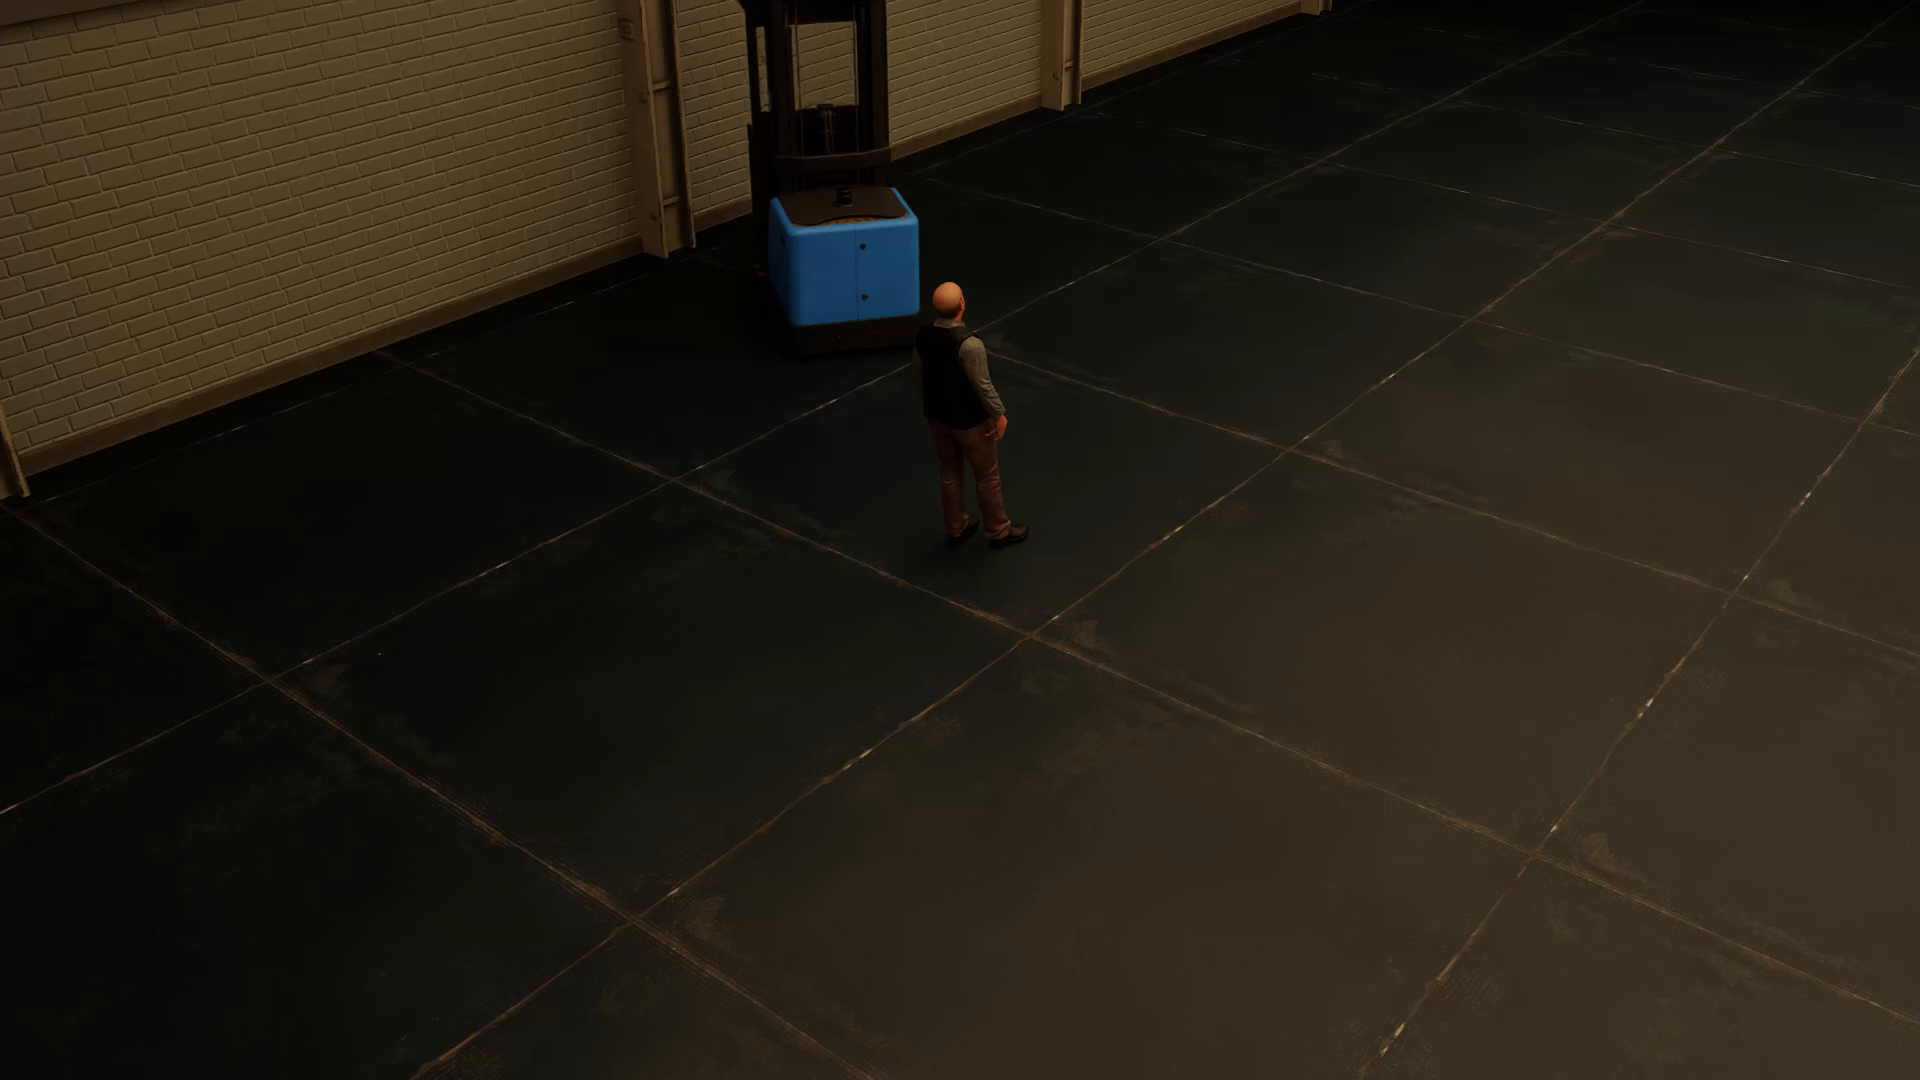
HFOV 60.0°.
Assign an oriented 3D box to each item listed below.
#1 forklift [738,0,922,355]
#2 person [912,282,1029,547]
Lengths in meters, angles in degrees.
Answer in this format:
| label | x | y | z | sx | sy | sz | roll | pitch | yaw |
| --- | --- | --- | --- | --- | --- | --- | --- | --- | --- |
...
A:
| label | x | y | z | sx | sy | sz | roll | pitch | yaw |
| --- | --- | --- | --- | --- | --- | --- | --- | --- | --- |
| forklift | -1.173 | -3.417 | 13.444 | 1.130 | 2.935 | 3.031 | -8 | 31 | -13 |
| person | 0.050 | -0.775 | 10.106 | 0.633 | 1.722 | 0.551 | 22 | 37 | 33 |
